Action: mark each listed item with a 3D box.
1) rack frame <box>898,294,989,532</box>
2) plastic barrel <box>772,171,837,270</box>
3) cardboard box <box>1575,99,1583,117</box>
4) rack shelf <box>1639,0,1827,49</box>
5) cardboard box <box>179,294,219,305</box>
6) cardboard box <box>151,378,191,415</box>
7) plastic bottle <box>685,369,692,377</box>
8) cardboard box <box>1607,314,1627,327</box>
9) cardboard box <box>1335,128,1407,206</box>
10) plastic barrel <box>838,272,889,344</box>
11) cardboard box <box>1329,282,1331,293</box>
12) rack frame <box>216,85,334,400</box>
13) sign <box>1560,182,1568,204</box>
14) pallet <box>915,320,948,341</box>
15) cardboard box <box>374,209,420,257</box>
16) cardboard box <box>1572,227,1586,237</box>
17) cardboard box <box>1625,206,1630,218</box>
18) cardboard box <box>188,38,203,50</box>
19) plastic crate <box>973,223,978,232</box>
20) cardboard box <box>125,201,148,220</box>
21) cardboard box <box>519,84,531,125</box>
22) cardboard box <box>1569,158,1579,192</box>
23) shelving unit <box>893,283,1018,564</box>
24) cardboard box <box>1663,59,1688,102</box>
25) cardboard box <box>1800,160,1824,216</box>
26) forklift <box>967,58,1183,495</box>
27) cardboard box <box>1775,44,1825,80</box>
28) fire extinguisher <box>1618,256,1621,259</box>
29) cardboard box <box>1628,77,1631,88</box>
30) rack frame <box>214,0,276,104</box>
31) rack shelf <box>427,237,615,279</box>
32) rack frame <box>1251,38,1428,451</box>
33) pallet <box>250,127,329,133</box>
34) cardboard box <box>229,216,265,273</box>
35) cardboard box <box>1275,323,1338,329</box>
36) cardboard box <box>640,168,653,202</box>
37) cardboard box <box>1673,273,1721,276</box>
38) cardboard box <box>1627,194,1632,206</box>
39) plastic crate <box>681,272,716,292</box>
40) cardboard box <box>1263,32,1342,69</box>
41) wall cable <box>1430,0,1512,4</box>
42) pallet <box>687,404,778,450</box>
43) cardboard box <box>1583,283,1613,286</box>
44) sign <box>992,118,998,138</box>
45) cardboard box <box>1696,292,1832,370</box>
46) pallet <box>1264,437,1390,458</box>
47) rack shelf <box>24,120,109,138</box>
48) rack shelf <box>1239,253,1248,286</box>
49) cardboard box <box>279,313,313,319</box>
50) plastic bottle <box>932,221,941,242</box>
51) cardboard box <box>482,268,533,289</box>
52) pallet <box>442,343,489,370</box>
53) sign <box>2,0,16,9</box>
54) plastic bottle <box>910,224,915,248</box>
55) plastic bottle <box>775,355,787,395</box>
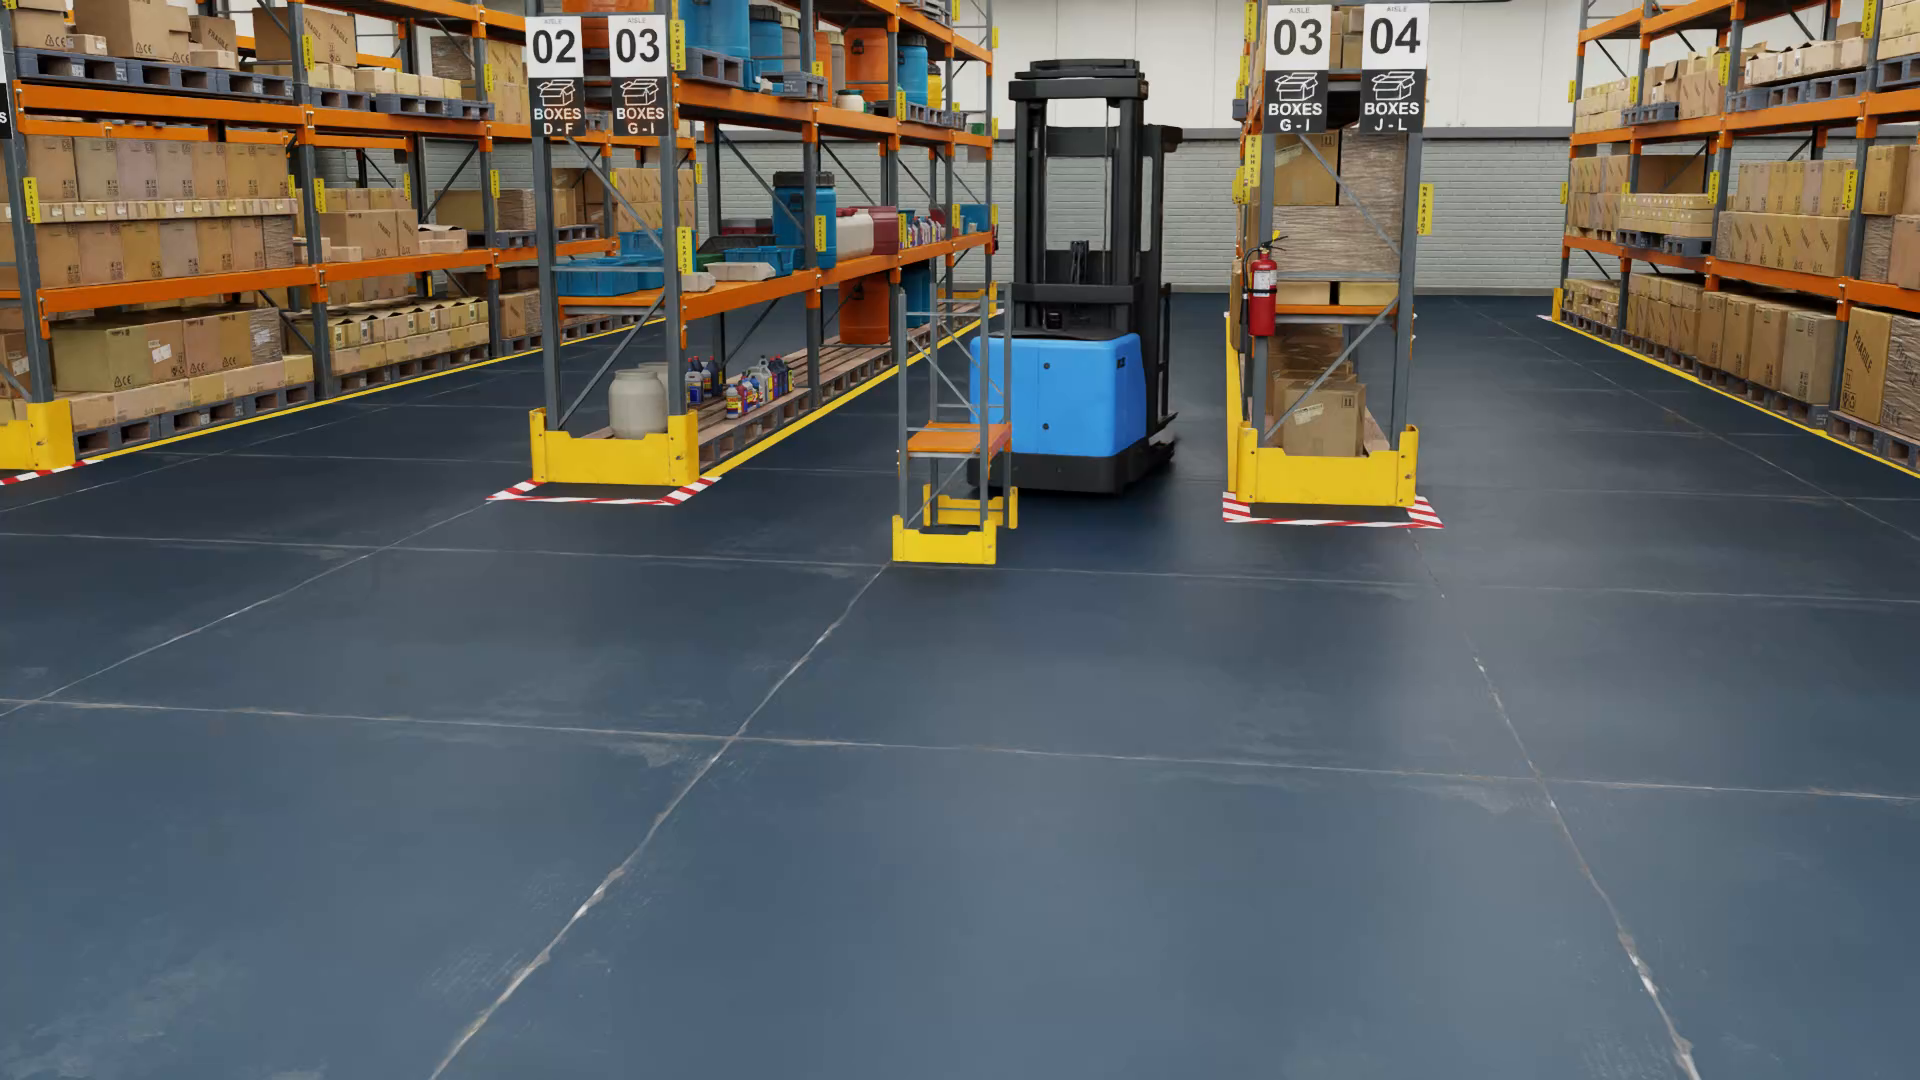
[{"bbox_3d":[-0.091,-0.610,9.262,0.500,1.500,0.032,2,12,9],"label":"rack frame"},{"bbox_3d":[-1.471,-3.031,15.749,0.600,0.901,0.708,2,12,9],"label":"plastic barrel"},{"bbox_3d":[9.469,-6.424,24.730,0.500,0.250,0.500,2,12,10],"label":"cardboard box"},{"bbox_3d":[8.872,-6.008,19.167,1.077,0.370,4.000,2,12,9],"label":"rack shelf"},{"bbox_3d":[-10.620,-3.355,22.545,0.750,0.750,0.750,2,12,8],"label":"cardboard box"},{"bbox_3d":[-6.886,-1.218,14.055,0.500,0.250,0.500,2,12,9],"label":"cardboard box"},{"bbox_3d":[-2.379,-1.371,14.668,0.097,0.271,0.097,0,12,0],"label":"plastic bottle"},{"bbox_3d":[8.903,-2.943,22.299,0.380,0.149,0.250,2,12,9],"label":"cardboard box"},{"bbox_3d":[2.803,-2.511,11.209,0.500,0.500,0.500,2,12,9],"label":"cardboard box"},{"bbox_3d":[-1.157,-2.795,19.997,0.600,0.830,0.708,2,12,9],"label":"plastic barrel"},{"bbox_3d":[2.914,-1.912,12.340,0.380,0.149,0.250,2,12,9],"label":"cardboard box"},{"bbox_3d":[-6.724,-2.877,16.222,1.000,3.000,0.127,2,12,9],"label":"rack frame"},{"bbox_3d":[9.259,-5.312,25.467,0.100,0.325,0.005,2,12,9],"label":"sign"},{"bbox_3d":[-0.760,-2.858,22.756,1.003,0.211,1.213,2,12,9],"label":"pallet"},{"bbox_3d":[-6.351,-3.409,18.452,0.500,0.500,0.500,1,12,6],"label":"cardboard box"},{"bbox_3d":[9.329,-4.583,24.736,0.380,0.149,0.250,2,12,7],"label":"cardboard box"},{"bbox_3d":[8.627,-4.145,21.002,0.380,0.149,0.250,2,12,8],"label":"cardboard box"},{"bbox_3d":[-7.145,-4.365,14.888,0.500,0.311,0.500,1,12,6],"label":"cardboard box"},{"bbox_3d":[0.069,-4.938,26.272,0.396,0.136,0.243,2,12,9],"label":"plastic crate"},{"bbox_3d":[-6.909,-2.700,13.624,0.380,0.149,0.250,1,12,7],"label":"cardboard box"},{"bbox_3d":[-5.917,-5.531,21.181,0.910,0.500,0.500,2,12,9],"label":"cardboard box"},{"bbox_3d":[9.463,-5.470,24.936,0.500,0.500,0.500,2,12,8],"label":"cardboard box"},{"bbox_3d":[-0.012,-0.717,9.762,0.587,1.500,1.083,2,12,9],"label":"shelving unit"},{"bbox_3d":[8.812,-5.443,19.770,0.797,0.503,0.637,2,12,8],"label":"cardboard box"},{"bbox_3d":[8.175,-3.227,15.236,0.700,0.500,0.500,2,12,9],"label":"cardboard box"},{"bbox_3d":[1.006,-2.009,12.358,1.130,2.935,3.031,4,13,18],"label":"forklift"},{"bbox_3d":[8.080,-4.528,15.742,0.500,0.311,0.500,2,12,8],"label":"cardboard box"},{"bbox_3d":[10.290,-4.689,25.698,0.296,0.674,0.183,2,12,9],"label":"fire extinguisher"},{"bbox_3d":[8.988,-6.000,21.819,0.380,0.149,0.250,2,12,10],"label":"cardboard box"},{"bbox_3d":[-10.389,-7.635,24.059,1.000,3.000,0.127,2,12,9],"label":"rack frame"},{"bbox_3d":[-5.801,-3.774,22.094,1.077,0.370,4.000,2,12,9],"label":"rack shelf"},{"bbox_3d":[2.449,-1.722,10.865,1.000,3.000,0.127,2,12,9],"label":"rack frame"},{"bbox_3d":[-10.253,-6.295,25.173,1.003,0.211,1.213,2,12,9],"label":"pallet"},{"bbox_3d":[-6.861,-2.723,15.272,0.700,0.500,0.500,2,12,8],"label":"cardboard box"},{"bbox_3d":[3.357,-1.890,16.534,0.700,0.500,0.500,1,12,4],"label":"cardboard box"},{"bbox_3d":[-4.985,-5.383,25.241,0.500,0.500,0.500,2,12,7],"label":"cardboard box"},{"bbox_3d":[9.315,-3.225,20.996,0.500,0.250,0.500,2,12,7],"label":"cardboard box"},{"bbox_3d":[8.628,-4.287,20.951,0.380,0.149,0.250,2,12,10],"label":"cardboard box"},{"bbox_3d":[-1.990,-1.930,12.454,0.298,0.136,0.250,2,12,9],"label":"plastic crate"},{"bbox_3d":[2.272,-3.224,11.069,0.500,0.250,0.500,2,12,10],"label":"cardboard box"},{"bbox_3d":[9.185,-10.624,30.293,2.277,5.999,0.120,2,12,9],"label":"wall cable"},{"bbox_3d":[-2.160,-0.959,13.943,1.003,0.211,1.213,2,12,9],"label":"pallet"},{"bbox_3d":[9.281,-3.654,24.188,0.380,0.149,0.250,2,12,11],"label":"cardboard box"},{"bbox_3d":[0.561,-6.614,26.693,0.100,0.325,0.005,2,12,9],"label":"sign"},{"bbox_3d":[8.382,-2.188,17.368,1.050,0.750,0.750,2,12,8],"label":"cardboard box"},{"bbox_3d":[2.620,-0.543,12.012,1.003,0.211,1.213,2,12,9],"label":"pallet"},{"bbox_3d":[-11.312,-4.568,18.655,1.077,0.370,4.000,2,12,9],"label":"rack shelf"},{"bbox_3d":[3.371,-2.620,16.737,1.077,0.370,4.000,2,12,9],"label":"rack shelf"},{"bbox_3d":[-6.871,-2.214,17.346,0.500,0.311,0.500,2,12,10],"label":"cardboard box"},{"bbox_3d":[-0.341,-4.228,22.785,0.152,0.276,0.135,2,12,9],"label":"plastic bottle"},{"bbox_3d":[-6.039,-3.496,22.206,0.500,0.250,0.500,2,12,8],"label":"cardboard box"},{"bbox_3d":[-6.274,-2.176,19.590,1.003,0.211,1.213,2,12,9],"label":"pallet"},{"bbox_3d":[-6.792,-3.957,11.853,0.100,0.325,0.005,2,12,9],"label":"sign"},{"bbox_3d":[-0.606,-3.810,20.829,0.061,0.283,0.133,2,12,9],"label":"plastic bottle"},{"bbox_3d":[-1.644,-1.492,15.041,0.144,0.351,0.185,2,12,7],"label":"plastic bottle"}]
